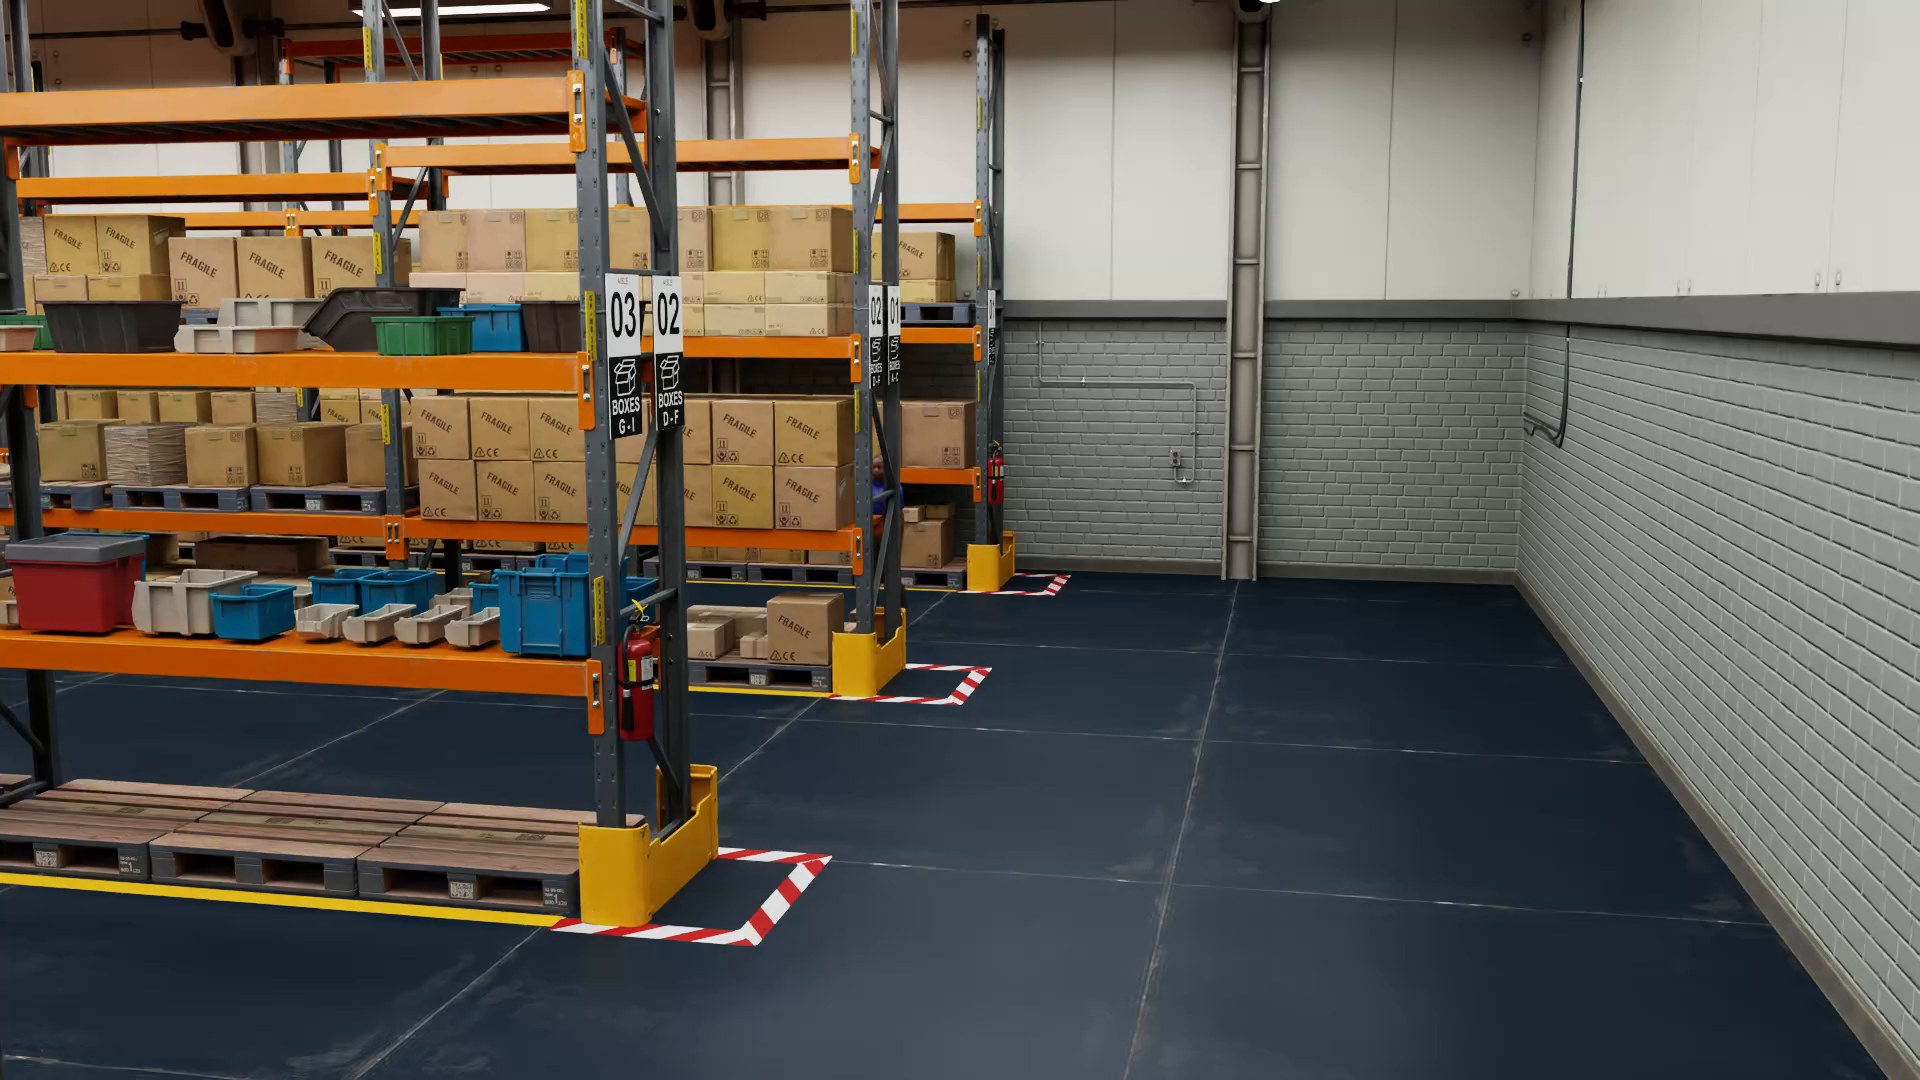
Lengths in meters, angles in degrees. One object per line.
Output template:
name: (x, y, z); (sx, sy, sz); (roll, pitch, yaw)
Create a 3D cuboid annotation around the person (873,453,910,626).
person: (-0.771, 0.015, 15.745); (0.480, 1.674, 0.536); (3, 8, 17)
